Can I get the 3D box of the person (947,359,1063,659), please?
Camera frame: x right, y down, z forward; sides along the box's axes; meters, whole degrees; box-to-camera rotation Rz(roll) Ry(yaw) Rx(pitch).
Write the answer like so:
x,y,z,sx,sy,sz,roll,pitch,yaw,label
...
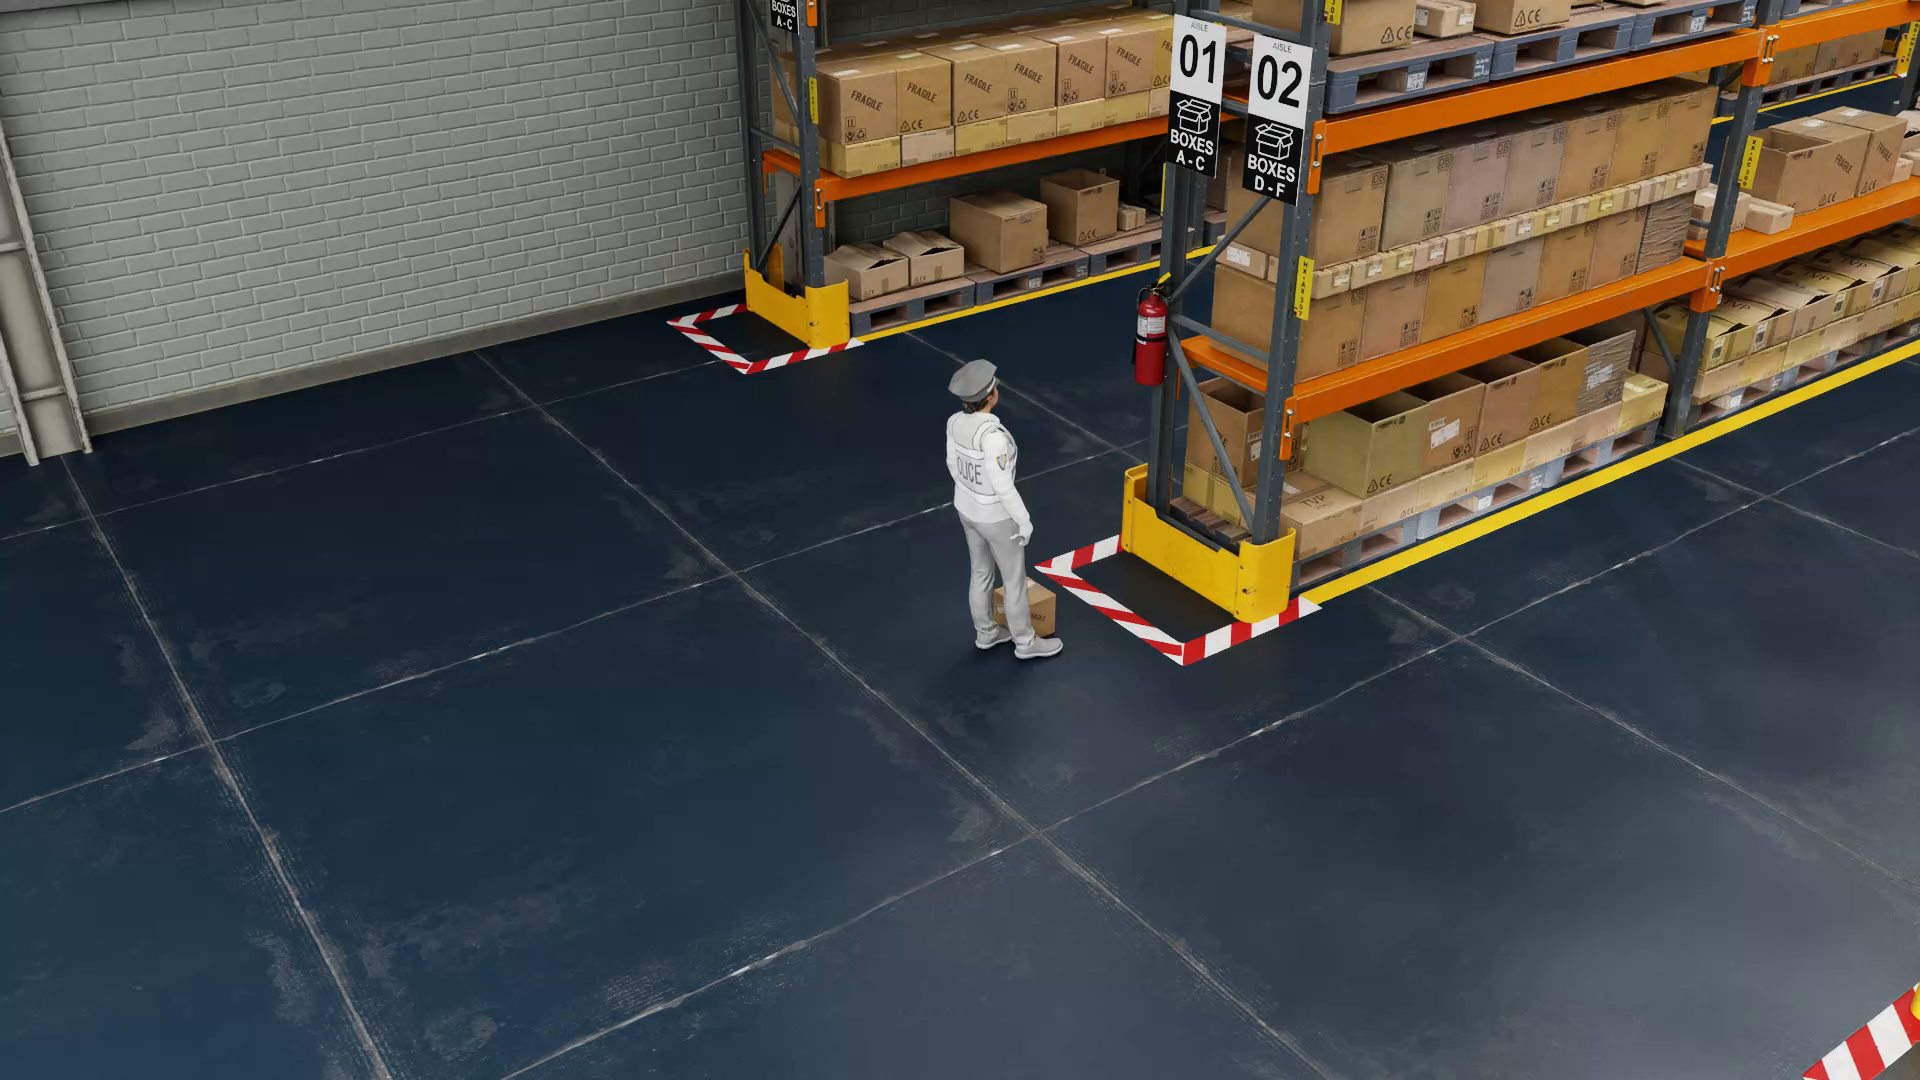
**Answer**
x,y,z,sx,sy,sz,roll,pitch,yaw,label
0.209,-0.170,8.881,0.531,1.696,0.588,-19,34,-30,person
